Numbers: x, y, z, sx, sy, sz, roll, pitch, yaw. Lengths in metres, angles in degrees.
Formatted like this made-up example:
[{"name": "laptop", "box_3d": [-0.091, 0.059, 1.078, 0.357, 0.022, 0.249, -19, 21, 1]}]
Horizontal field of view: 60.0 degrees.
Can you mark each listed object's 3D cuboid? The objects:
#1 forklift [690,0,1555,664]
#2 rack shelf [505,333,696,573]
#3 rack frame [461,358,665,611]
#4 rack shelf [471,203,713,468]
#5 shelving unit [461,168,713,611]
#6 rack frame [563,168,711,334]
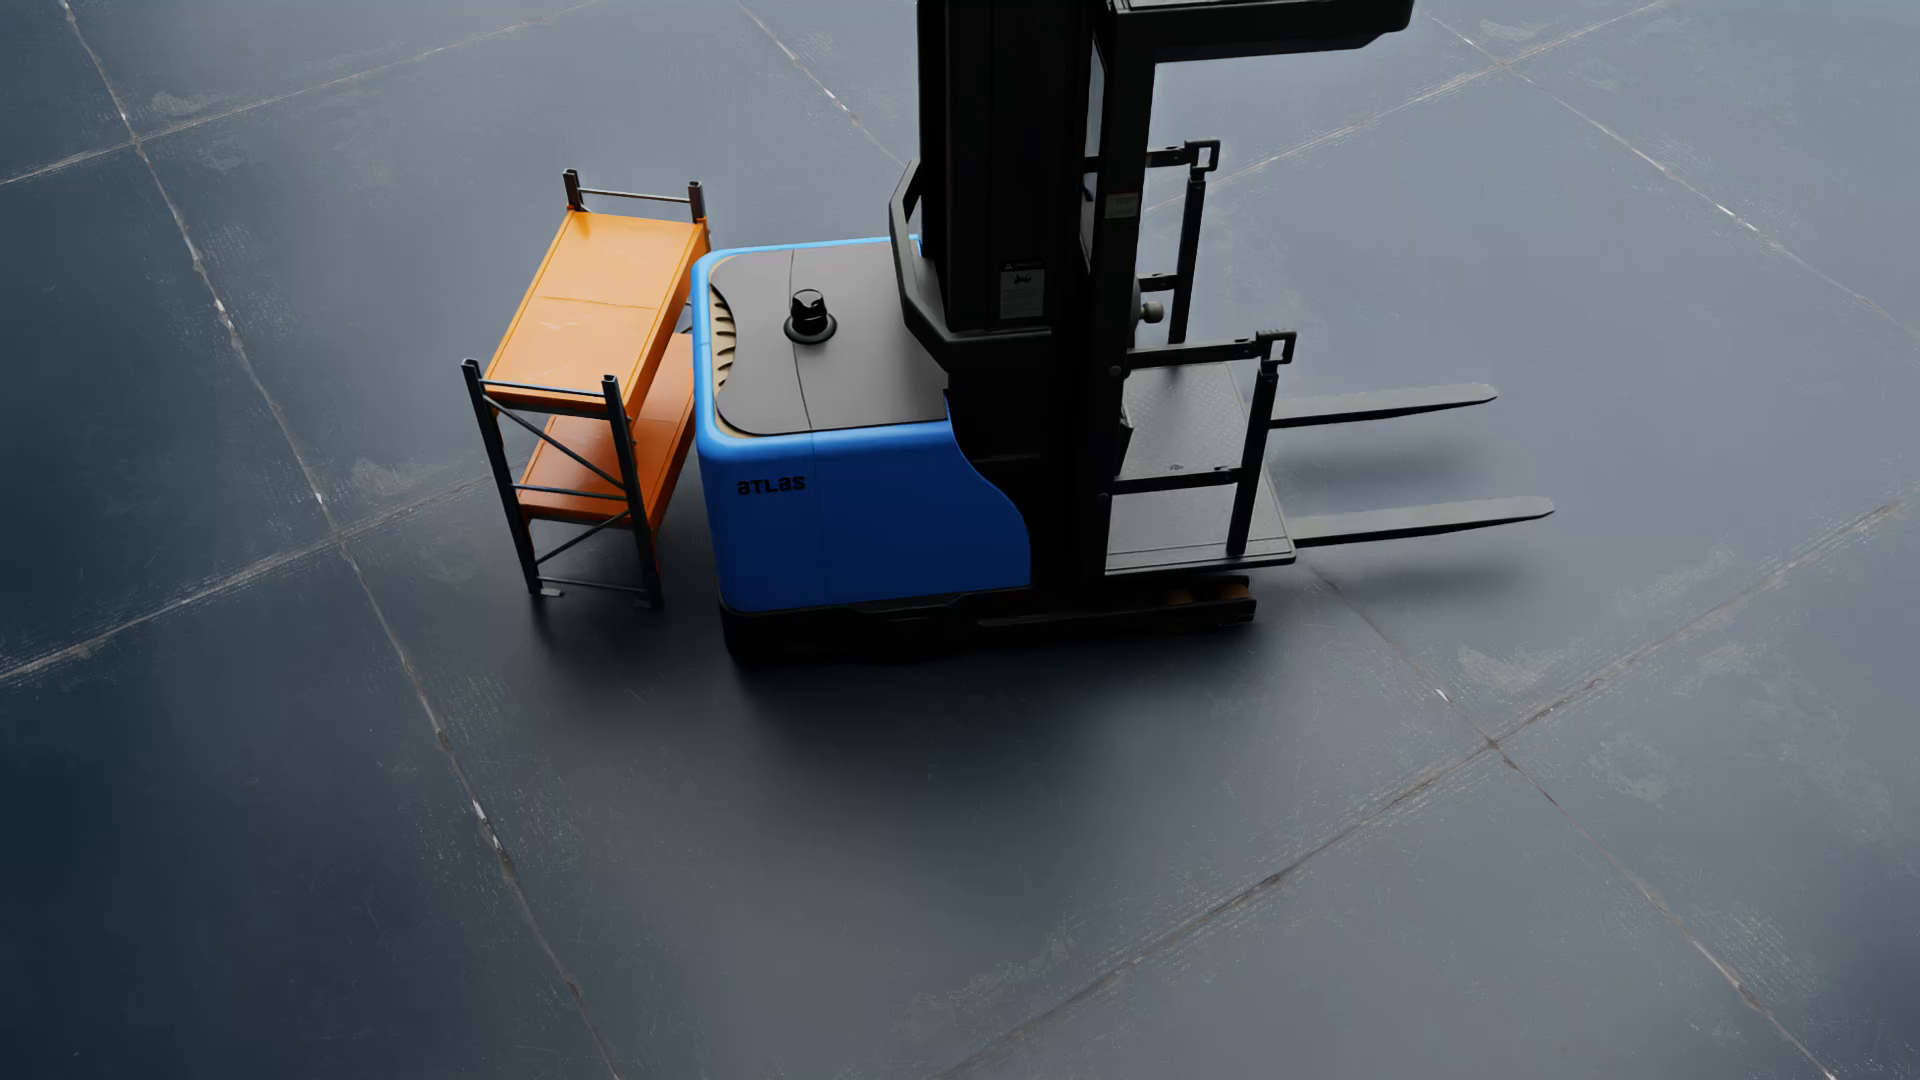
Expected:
[{"name": "forklift", "box_3d": [0.622, -1.035, 5.209, 3.031, 2.935, 1.130, -6, 49, -5]}, {"name": "rack shelf", "box_3d": [-1.242, -0.371, 6.155, 0.538, 0.278, 1.000, 7, 49, 6]}, {"name": "rack frame", "box_3d": [-1.322, -0.159, 5.639, 0.500, 1.125, 0.032, 7, 49, 6]}, {"name": "rack shelf", "box_3d": [-1.242, -0.729, 5.754, 0.538, 0.278, 1.000, 7, 49, 6]}, {"name": "shelving unit", "box_3d": [-1.242, -0.534, 5.972, 0.538, 1.125, 1.048, 7, 49, 6]}, {"name": "rack frame", "box_3d": [-1.161, -0.909, 6.306, 0.500, 1.125, 0.032, 7, 49, 6]}]
